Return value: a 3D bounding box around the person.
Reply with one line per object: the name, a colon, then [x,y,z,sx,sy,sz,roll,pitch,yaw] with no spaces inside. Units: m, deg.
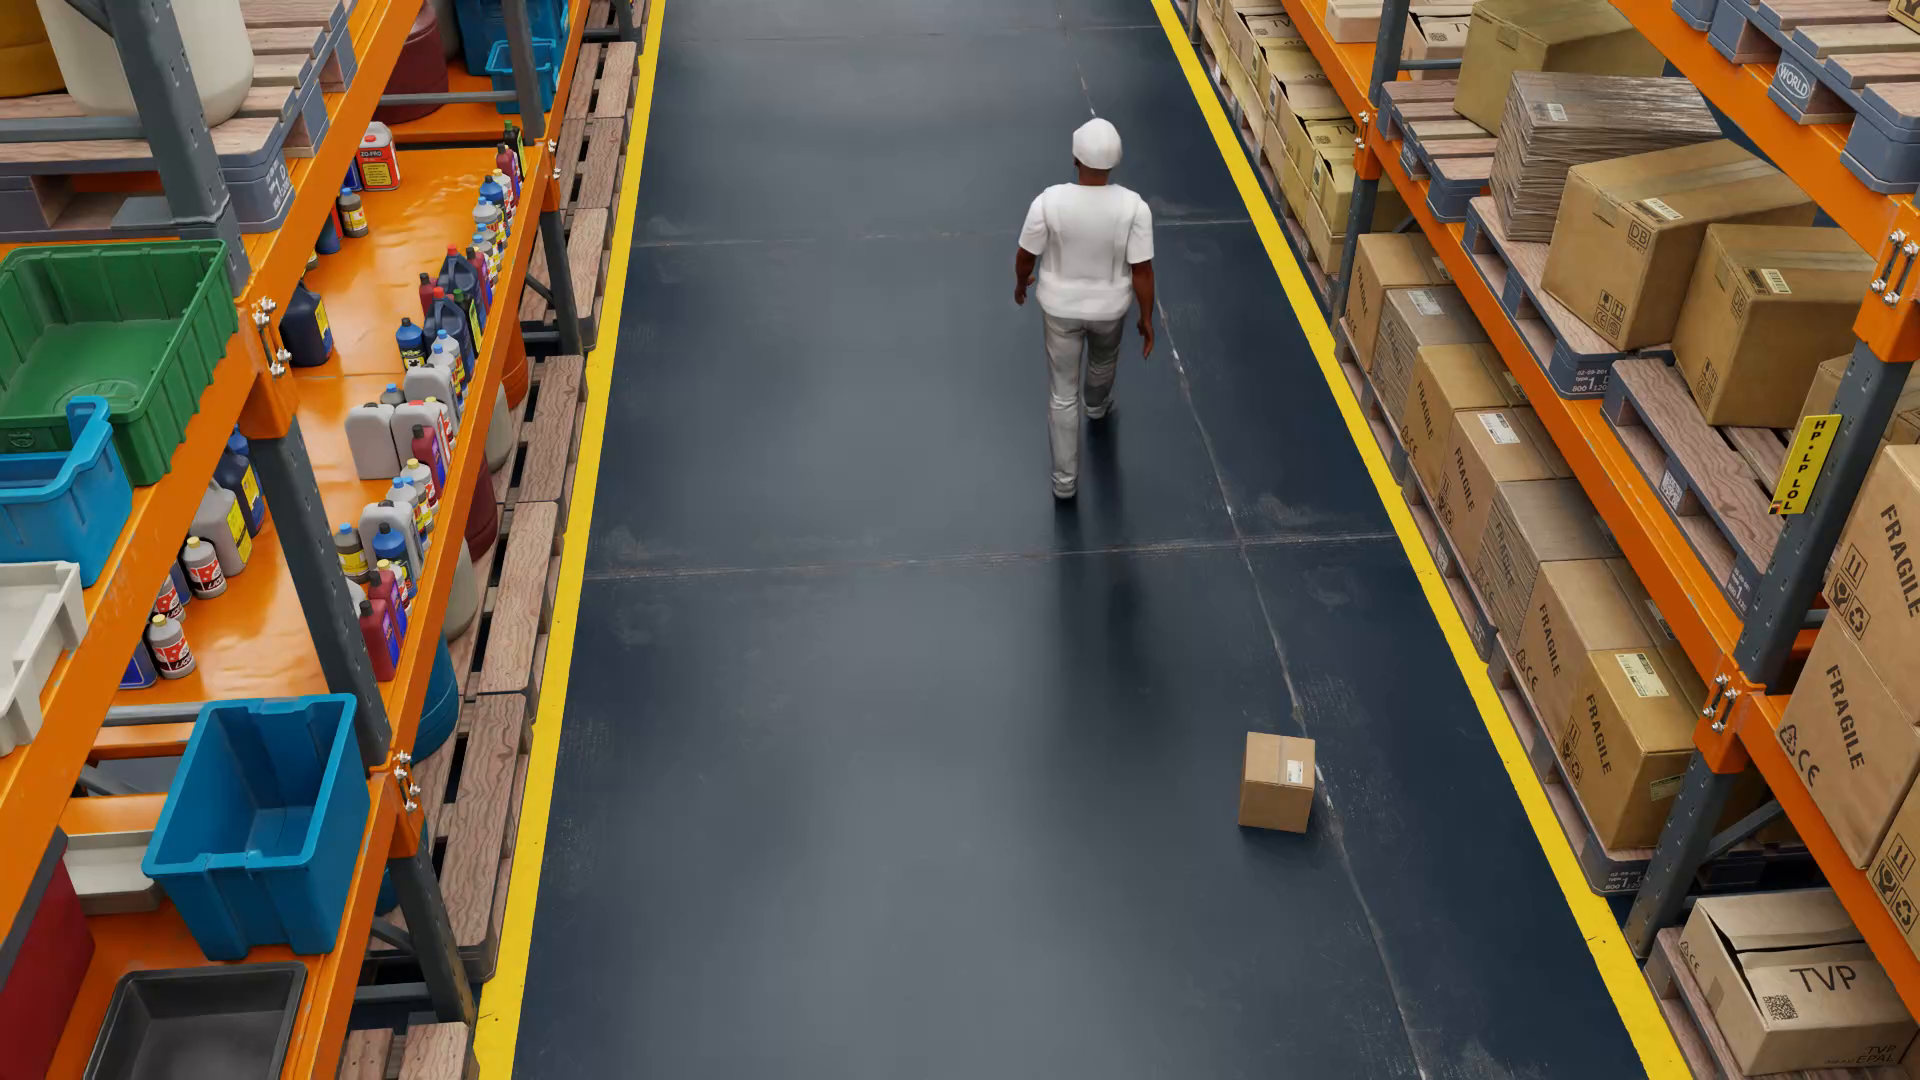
person: [0.557,-1.138,7.514,0.624,1.715,0.973,1,39,1]
